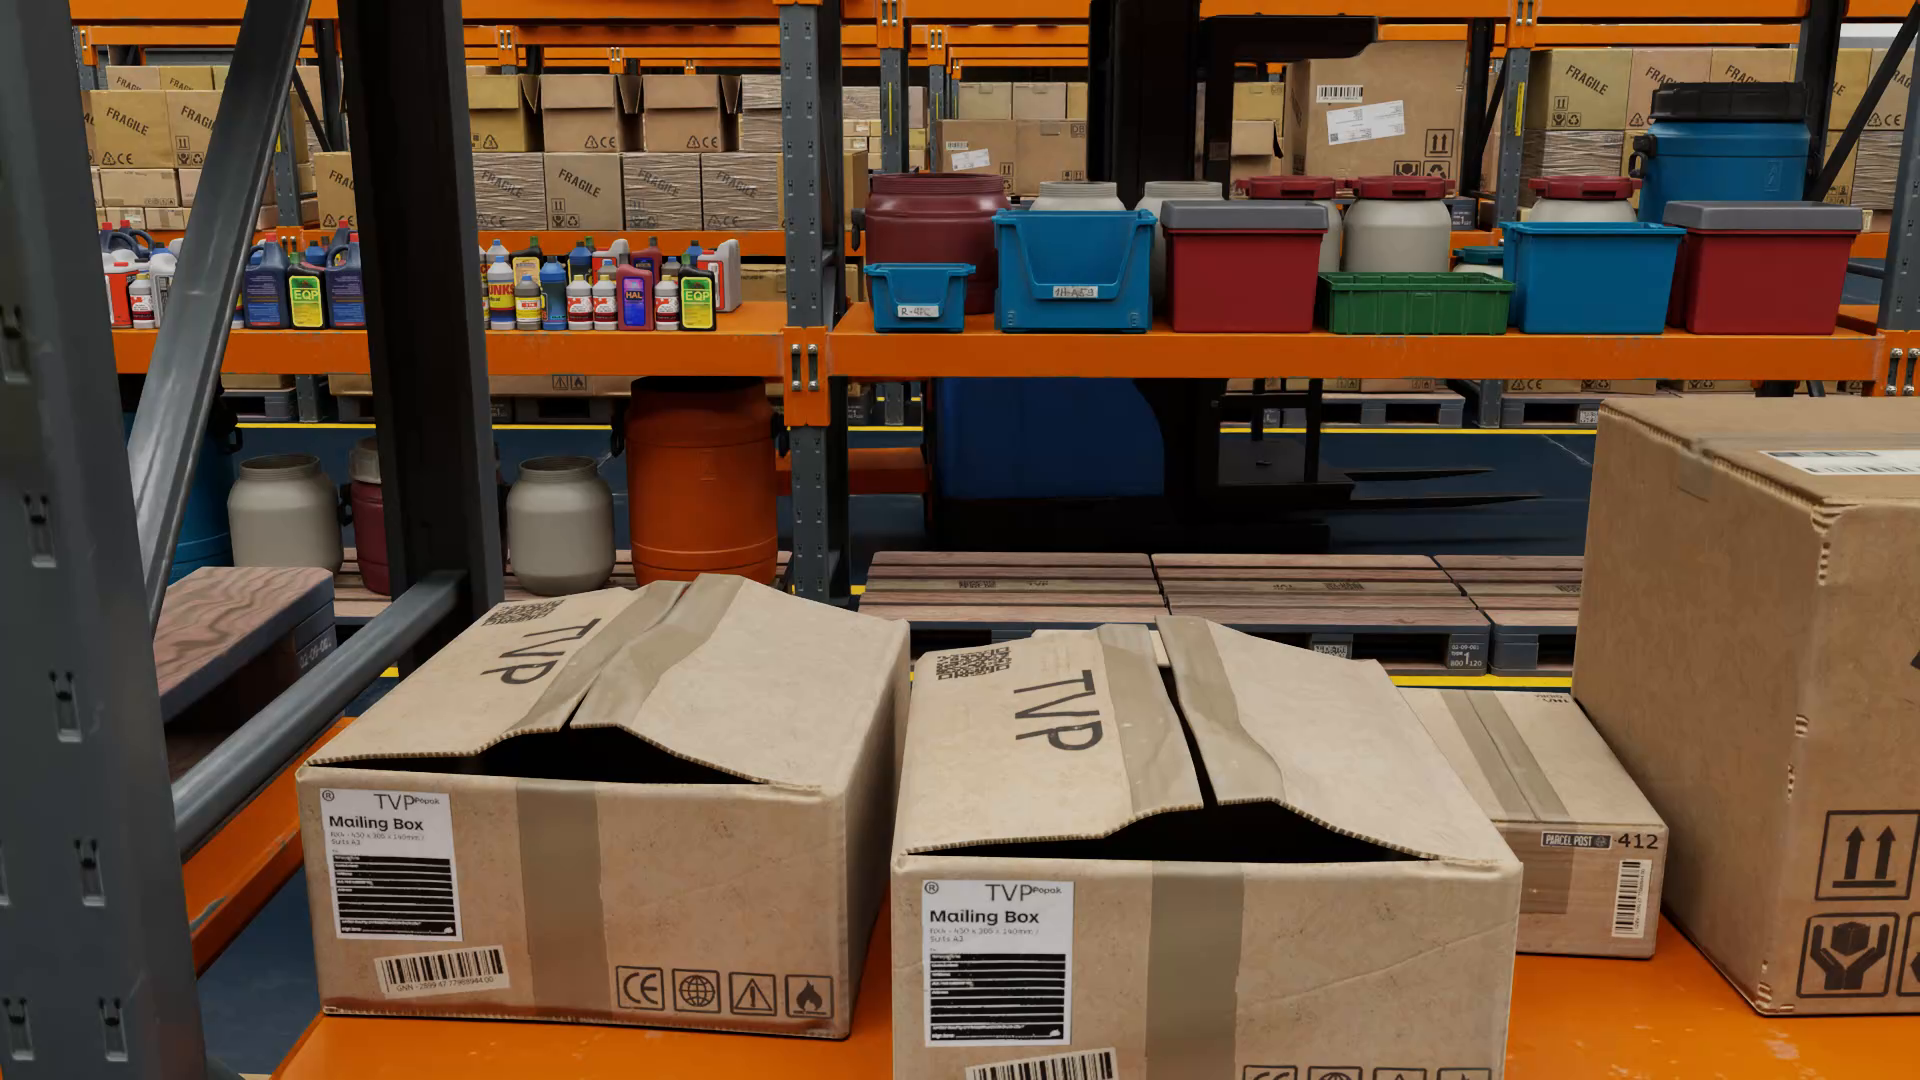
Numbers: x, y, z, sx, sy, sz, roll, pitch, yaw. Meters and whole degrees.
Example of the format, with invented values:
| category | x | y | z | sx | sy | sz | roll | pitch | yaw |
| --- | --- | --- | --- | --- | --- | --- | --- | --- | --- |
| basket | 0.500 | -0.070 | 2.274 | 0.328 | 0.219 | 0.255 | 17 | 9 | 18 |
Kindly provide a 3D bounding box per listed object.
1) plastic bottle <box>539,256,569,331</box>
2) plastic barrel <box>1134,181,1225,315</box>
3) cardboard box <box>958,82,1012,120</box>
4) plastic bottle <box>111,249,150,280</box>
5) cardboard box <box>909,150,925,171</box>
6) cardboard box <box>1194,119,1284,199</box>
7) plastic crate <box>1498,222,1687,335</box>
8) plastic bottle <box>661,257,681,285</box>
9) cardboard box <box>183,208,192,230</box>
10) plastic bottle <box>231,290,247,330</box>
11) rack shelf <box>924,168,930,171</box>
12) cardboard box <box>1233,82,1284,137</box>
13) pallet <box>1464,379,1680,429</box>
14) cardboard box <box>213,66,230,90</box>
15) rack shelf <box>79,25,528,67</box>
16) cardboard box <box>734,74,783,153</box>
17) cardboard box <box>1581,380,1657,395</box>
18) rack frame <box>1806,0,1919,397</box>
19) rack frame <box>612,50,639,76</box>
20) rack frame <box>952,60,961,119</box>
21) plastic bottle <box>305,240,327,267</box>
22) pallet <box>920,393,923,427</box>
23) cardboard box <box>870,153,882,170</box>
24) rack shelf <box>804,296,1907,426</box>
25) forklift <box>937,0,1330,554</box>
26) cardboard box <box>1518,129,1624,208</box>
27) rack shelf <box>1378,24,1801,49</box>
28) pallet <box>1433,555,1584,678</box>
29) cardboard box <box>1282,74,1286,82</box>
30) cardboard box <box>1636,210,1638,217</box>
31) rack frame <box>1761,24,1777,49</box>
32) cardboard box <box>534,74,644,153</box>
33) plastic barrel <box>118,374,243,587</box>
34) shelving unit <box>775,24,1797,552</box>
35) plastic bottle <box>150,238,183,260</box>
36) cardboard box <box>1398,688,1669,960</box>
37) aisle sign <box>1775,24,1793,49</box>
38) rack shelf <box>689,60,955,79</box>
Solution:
| category | x | y | z | sx | sy | sz | roll | pitch | yaw |
| --- | --- | --- | --- | --- | --- | --- | --- | --- | --- |
| plastic bottle | -1.516 | -0.921 | 6.204 | 0.097 | 0.271 | 0.097 | 0 | 15 | 0 |
| plastic barrel | 0.894 | -1.181 | 6.716 | 0.421 | 0.512 | 0.421 | 0 | 15 | 0 |
| cardboard box | 0.242 | -4.135 | 15.978 | 0.500 | 0.500 | 0.700 | 0 | 15 | 1 |
| plastic bottle | -3.177 | -0.980 | 6.418 | 0.135 | 0.276 | 0.152 | 0 | 15 | 1 |
| cardboard box | -0.693 | -4.736 | 20.706 | 0.500 | 0.250 | 0.500 | 0 | 15 | -1 |
| cardboard box | 1.829 | -2.559 | 11.135 | 0.637 | 0.503 | 0.797 | 2 | 15 | 7 |
| plastic crate | 2.327 | -0.976 | 6.189 | 0.575 | 0.384 | 0.392 | 0 | 15 | 1 |
| plastic bottle | -1.198 | -1.079 | 6.939 | 0.097 | 0.201 | 0.097 | 0 | 15 | 0 |
| cardboard box | -5.004 | -2.169 | 11.175 | 0.250 | 0.149 | 0.380 | 1 | 15 | 3 |
| plastic bottle | -2.736 | -0.929 | 6.234 | 0.097 | 0.271 | 0.097 | 0 | 15 | 0 |
| rack shelf | -2.180 | -4.666 | 21.033 | 3.809 | 0.052 | 0.919 | 0 | 15 | 1 |
| cardboard box | 2.781 | -4.119 | 15.917 | 0.500 | 0.500 | 0.700 | 0 | 15 | 0 |
| pallet | 4.237 | -0.975 | 11.621 | 1.213 | 0.211 | 1.003 | 0 | 15 | 1 |
| cardboard box | -6.738 | -4.255 | 15.849 | 0.500 | 0.500 | 0.500 | 0 | 15 | 0 |
| rack shelf | -6.205 | -4.750 | 15.996 | 4.000 | 0.370 | 1.077 | 0 | 15 | 1 |
| cardboard box | -1.165 | -2.887 | 11.240 | 0.637 | 0.503 | 0.797 | 1 | 15 | 3 |
| cardboard box | 4.536 | -1.298 | 11.458 | 0.500 | 0.500 | 0.500 | 5 | 16 | 19 |
| rack frame | 3.438 | -1.056 | 6.464 | 0.053 | 2.616 | 0.949 | 0 | 15 | 1 |
| rack frame | -4.180 | -4.898 | 21.025 | 0.127 | 3.000 | 1.000 | 0 | 15 | 1 |
| rack frame | -0.058 | -6.138 | 25.724 | 0.127 | 3.000 | 1.000 | 0 | 15 | 1 |
| plastic bottle | -2.673 | -1.107 | 6.908 | 0.097 | 0.271 | 0.097 | 0 | 15 | 0 |
| pallet | 0.347 | -0.991 | 11.682 | 1.213 | 0.211 | 1.003 | 0 | 15 | 1 |
| cardboard box | -0.711 | -3.576 | 15.685 | 0.250 | 0.149 | 0.380 | 1 | 15 | 2 |
| rack shelf | 1.439 | -0.721 | 6.602 | 4.000 | 0.370 | 1.077 | 0 | 15 | 1 |
| forklift | 19.958 | 0.457 | 1.036 | 38.697 | 2.843 | 19.219 | -1 | 15 | -5 |
| cardboard box | 4.013 | -2.492 | 11.126 | 0.500 | 0.500 | 0.875 | 0 | 15 | 1 |
| rack shelf | 5.792 | -4.672 | 15.700 | 4.000 | 0.370 | 1.077 | 0 | 15 | 1 |
| pallet | 2.652 | 0.298 | 6.798 | 1.213 | 0.211 | 1.003 | 0 | 15 | 1 |
| cardboard box | 4.252 | -5.463 | 20.428 | 0.500 | 0.500 | 0.700 | 0 | 15 | 1 |
| cardboard box | 4.522 | -2.120 | 10.989 | 0.250 | 0.149 | 0.380 | 0 | 15 | 1 |
| rack frame | 7.791 | -3.557 | 15.941 | 0.127 | 3.000 | 1.000 | 0 | 15 | 1 |
| cardboard box | 0.711 | -3.222 | 11.045 | 7.084 | 1.250 | 1.196 | 0 | 15 | -1 |
| plastic barrel | -3.308 | -0.284 | 6.825 | 0.708 | 0.901 | 0.600 | 0 | 15 | 1 |
| shelving unit | 6.026 | -5.370 | 16.936 | 16.128 | 6.000 | 18.801 | -1 | 15 | -5 |
| plastic bottle | -3.288 | -1.122 | 6.955 | 0.135 | 0.276 | 0.152 | 0 | 15 | 1 |
| cardboard box | 0.585 | 0.297 | 1.826 | 0.250 | 0.149 | 0.380 | 1 | 15 | 6 |
| aisle sign | 7.869 | -4.890 | 15.898 | 0.004 | 0.787 | 0.394 | 0 | 15 | 1 |
| rack shelf | -2.057 | -7.253 | 25.482 | 4.000 | 0.370 | 1.077 | 0 | 15 | 1 |
